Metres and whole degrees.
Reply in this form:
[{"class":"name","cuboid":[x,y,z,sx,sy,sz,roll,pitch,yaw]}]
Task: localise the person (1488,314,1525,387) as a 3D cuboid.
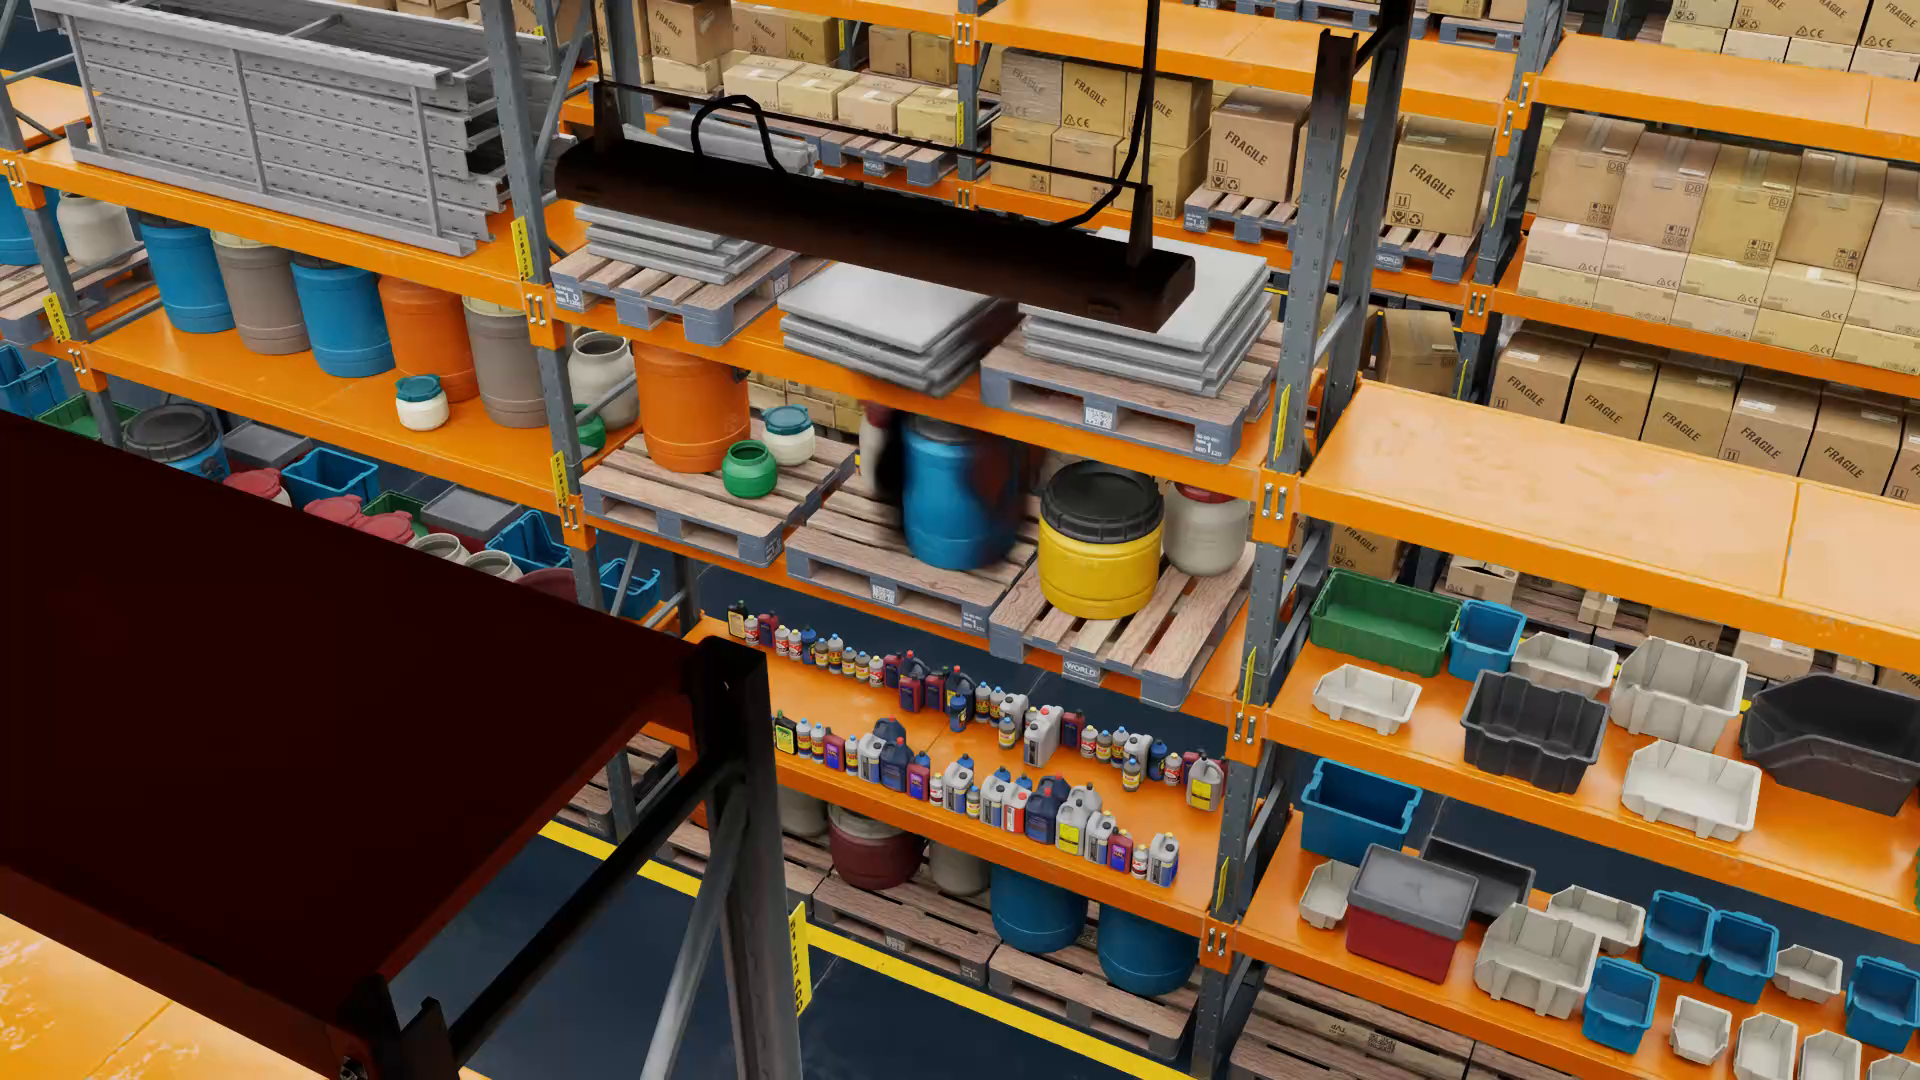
[{"class":"person","cuboid":[4.980,-1.829,14.995,1.080,1.725,0.759,14,37,19]}]
